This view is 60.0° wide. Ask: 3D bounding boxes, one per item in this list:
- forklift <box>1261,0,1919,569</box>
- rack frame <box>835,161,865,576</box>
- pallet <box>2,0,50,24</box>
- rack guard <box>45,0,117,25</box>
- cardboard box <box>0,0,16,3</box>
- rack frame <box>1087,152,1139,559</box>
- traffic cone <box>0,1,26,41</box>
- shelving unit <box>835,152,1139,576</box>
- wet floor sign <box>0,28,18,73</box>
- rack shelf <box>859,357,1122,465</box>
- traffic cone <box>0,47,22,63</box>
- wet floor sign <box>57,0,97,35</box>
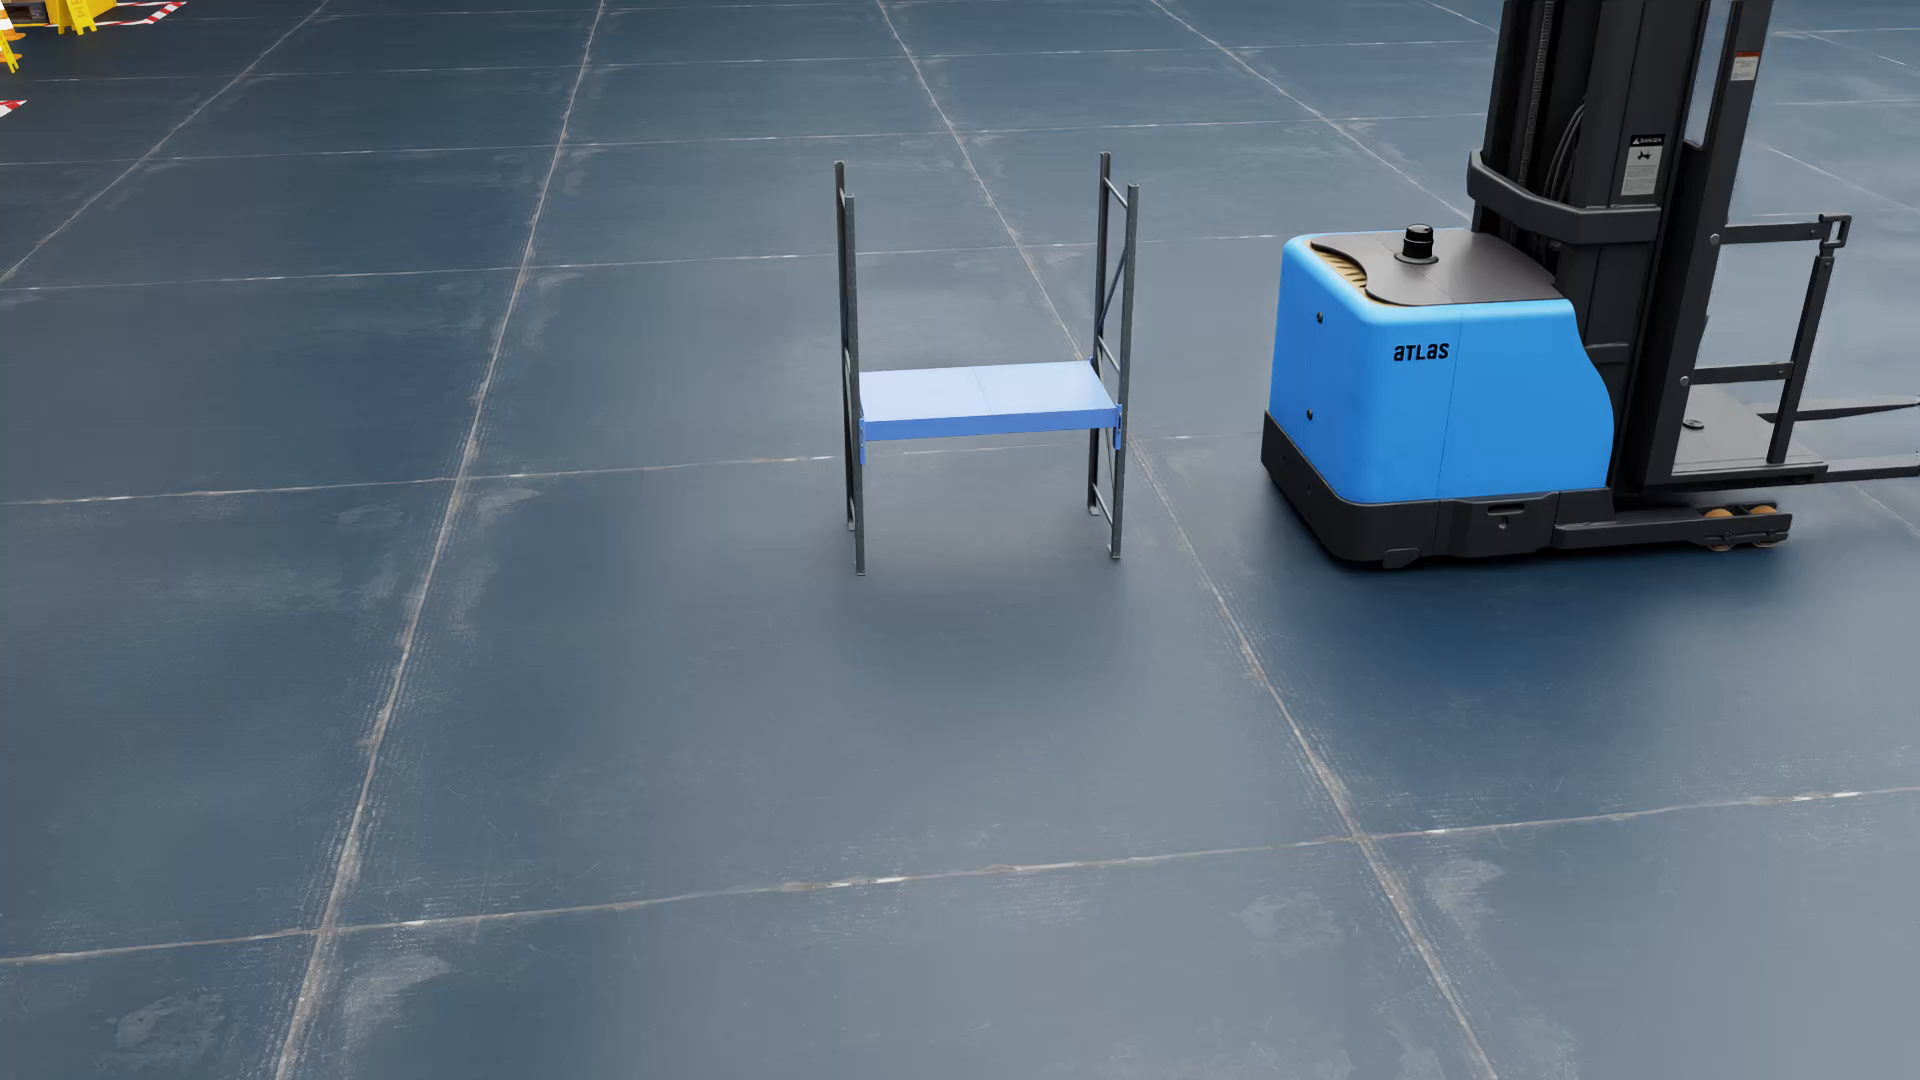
[{"bbox_3d":[2.876,-1.493,6.450,3.031,2.935,1.130,-4,27,-8],"label":"forklift"},{"bbox_3d":[-0.419,-0.640,6.355,0.032,1.500,0.500,-4,27,-7],"label":"rack frame"},{"bbox_3d":[-10.061,-5.612,17.457,1.213,0.211,1.003,-4,27,-7],"label":"pallet"},{"bbox_3d":[-9.251,-5.776,17.460,0.348,0.500,1.175,-4,27,-7],"label":"rack guard"},{"bbox_3d":[-9.963,-5.682,17.091,0.500,0.250,0.500,-4,27,-7],"label":"cardboard box"},{"bbox_3d":[0.588,-0.705,6.481,0.032,1.500,0.500,-4,27,-7],"label":"rack frame"},{"bbox_3d":[-9.422,-5.154,16.288,0.334,0.463,0.336,-4,27,-7],"label":"traffic cone"},{"bbox_3d":[0.084,-0.673,6.418,1.048,1.500,0.538,-4,27,-7],"label":"shelving unit"},{"bbox_3d":[-8.633,-4.512,14.836,0.232,0.644,0.267,-8,28,-16],"label":"wet floor sign"},{"bbox_3d":[0.084,-0.513,6.500,1.000,0.185,0.538,-4,27,-7],"label":"rack shelf"},{"bbox_3d":[-8.931,-4.674,15.352,0.334,0.463,0.336,-4,27,-7],"label":"traffic cone"},{"bbox_3d":[-8.839,-5.374,16.517,0.232,0.644,0.267,6,28,11],"label":"wet floor sign"}]
